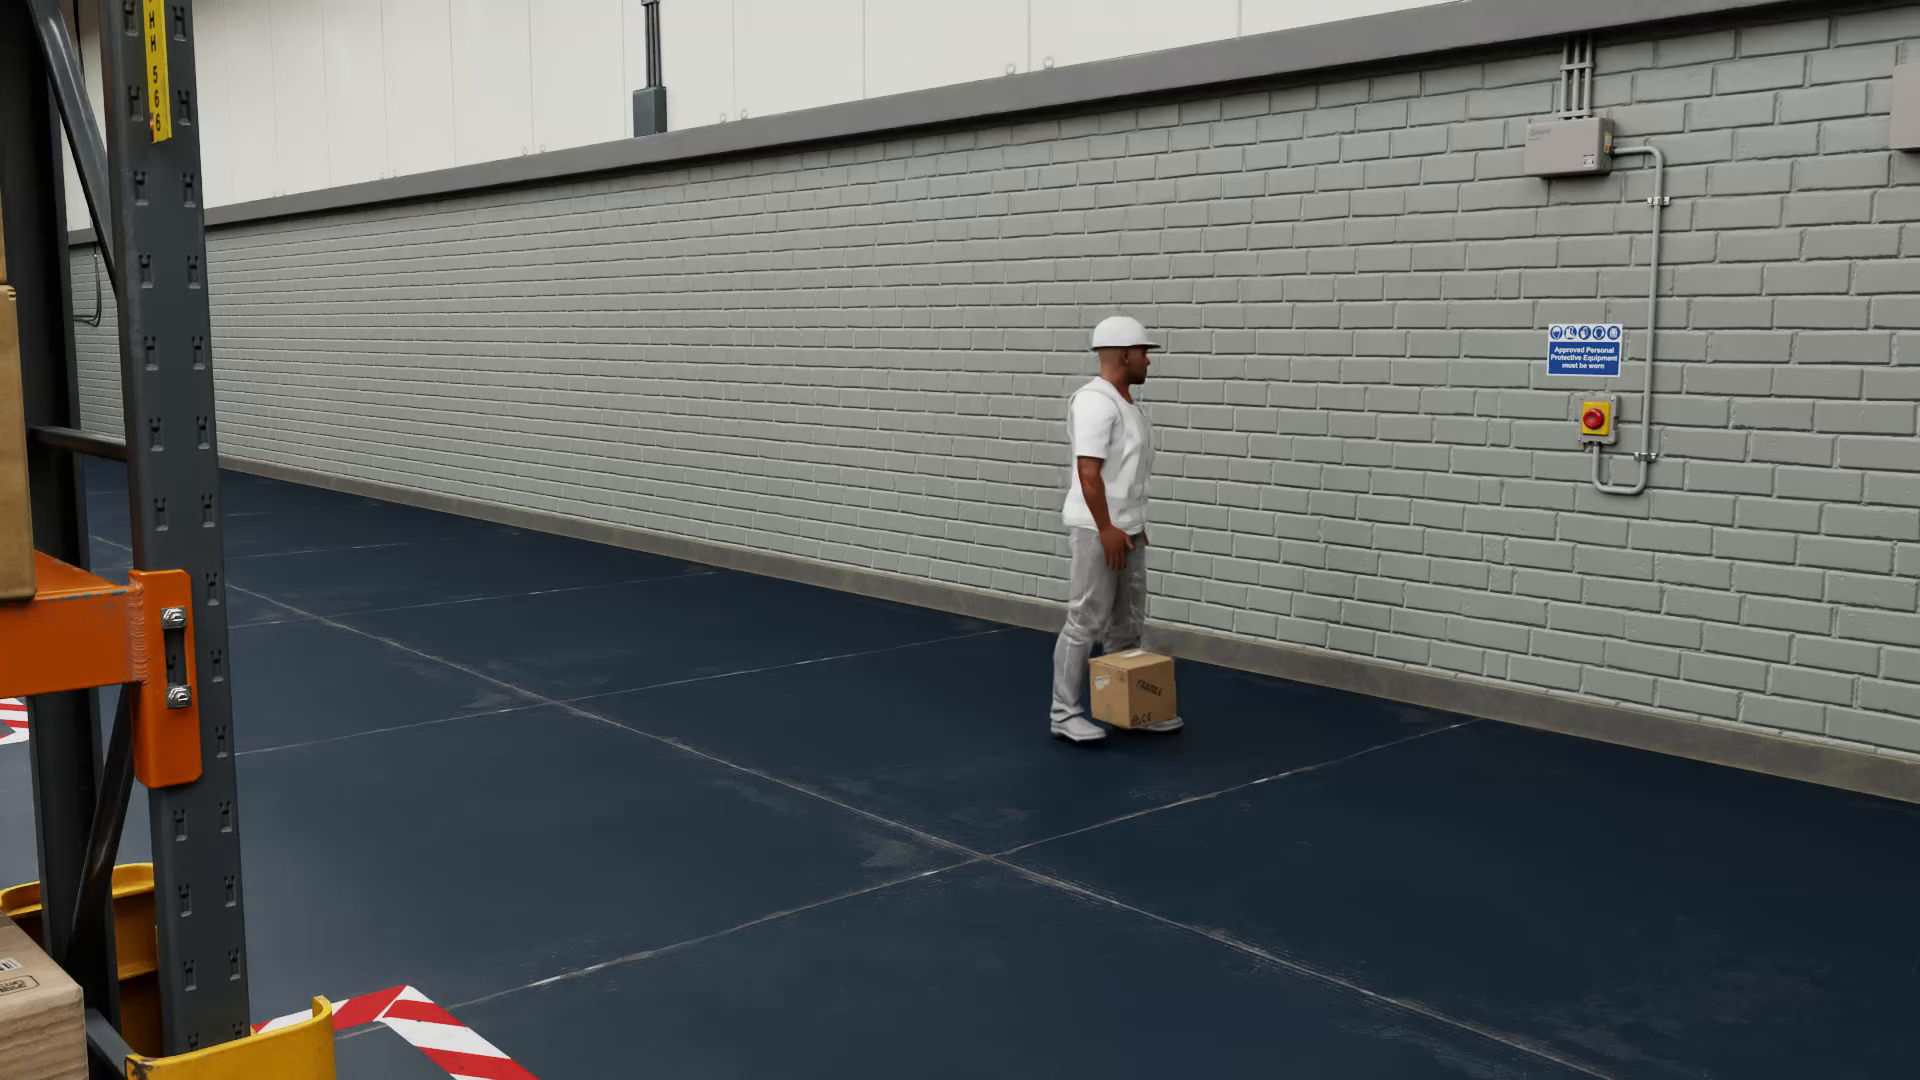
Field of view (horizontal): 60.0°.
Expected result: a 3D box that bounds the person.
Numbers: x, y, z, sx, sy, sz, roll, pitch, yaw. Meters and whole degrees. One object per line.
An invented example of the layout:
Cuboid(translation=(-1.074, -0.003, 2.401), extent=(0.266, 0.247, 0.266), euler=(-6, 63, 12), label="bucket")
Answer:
Cuboid(translation=(0.653, -0.045, 6.975), extent=(0.515, 1.772, 0.575), euler=(3, 8, 23), label="person")
